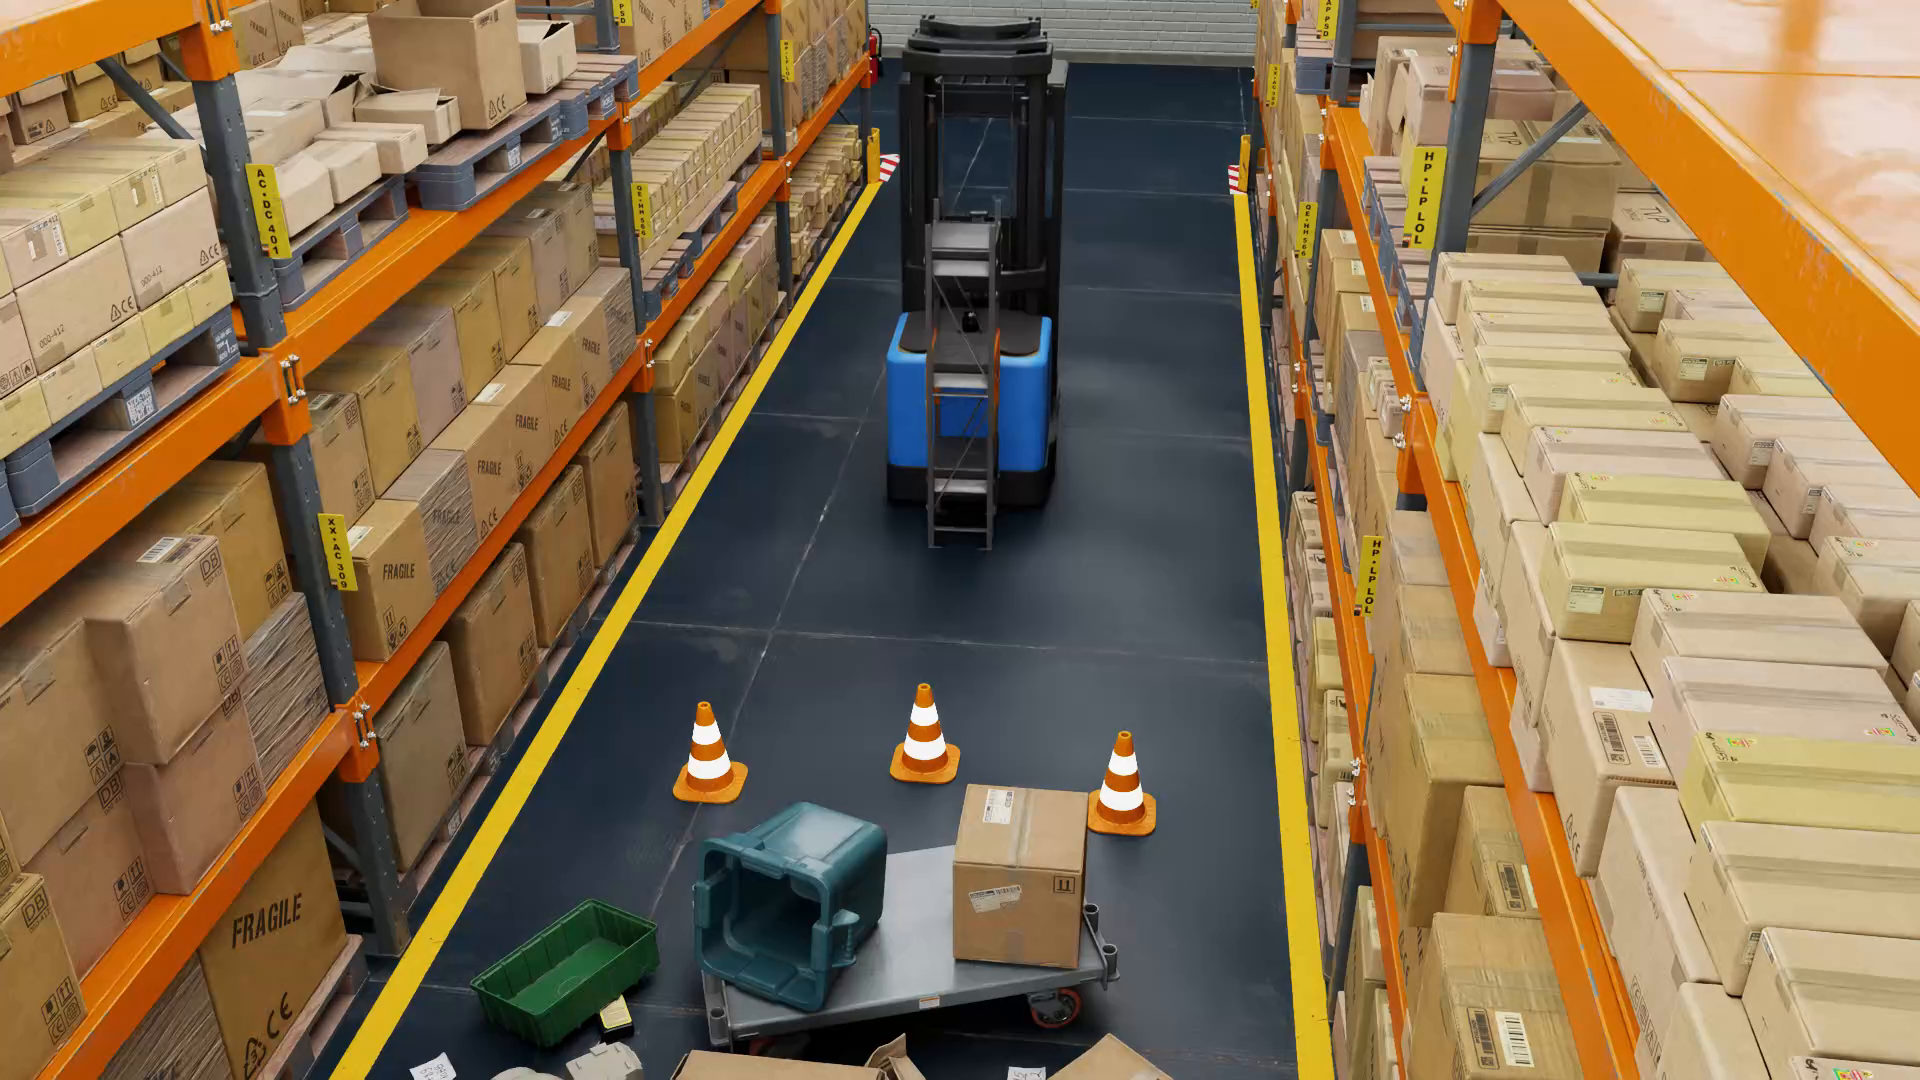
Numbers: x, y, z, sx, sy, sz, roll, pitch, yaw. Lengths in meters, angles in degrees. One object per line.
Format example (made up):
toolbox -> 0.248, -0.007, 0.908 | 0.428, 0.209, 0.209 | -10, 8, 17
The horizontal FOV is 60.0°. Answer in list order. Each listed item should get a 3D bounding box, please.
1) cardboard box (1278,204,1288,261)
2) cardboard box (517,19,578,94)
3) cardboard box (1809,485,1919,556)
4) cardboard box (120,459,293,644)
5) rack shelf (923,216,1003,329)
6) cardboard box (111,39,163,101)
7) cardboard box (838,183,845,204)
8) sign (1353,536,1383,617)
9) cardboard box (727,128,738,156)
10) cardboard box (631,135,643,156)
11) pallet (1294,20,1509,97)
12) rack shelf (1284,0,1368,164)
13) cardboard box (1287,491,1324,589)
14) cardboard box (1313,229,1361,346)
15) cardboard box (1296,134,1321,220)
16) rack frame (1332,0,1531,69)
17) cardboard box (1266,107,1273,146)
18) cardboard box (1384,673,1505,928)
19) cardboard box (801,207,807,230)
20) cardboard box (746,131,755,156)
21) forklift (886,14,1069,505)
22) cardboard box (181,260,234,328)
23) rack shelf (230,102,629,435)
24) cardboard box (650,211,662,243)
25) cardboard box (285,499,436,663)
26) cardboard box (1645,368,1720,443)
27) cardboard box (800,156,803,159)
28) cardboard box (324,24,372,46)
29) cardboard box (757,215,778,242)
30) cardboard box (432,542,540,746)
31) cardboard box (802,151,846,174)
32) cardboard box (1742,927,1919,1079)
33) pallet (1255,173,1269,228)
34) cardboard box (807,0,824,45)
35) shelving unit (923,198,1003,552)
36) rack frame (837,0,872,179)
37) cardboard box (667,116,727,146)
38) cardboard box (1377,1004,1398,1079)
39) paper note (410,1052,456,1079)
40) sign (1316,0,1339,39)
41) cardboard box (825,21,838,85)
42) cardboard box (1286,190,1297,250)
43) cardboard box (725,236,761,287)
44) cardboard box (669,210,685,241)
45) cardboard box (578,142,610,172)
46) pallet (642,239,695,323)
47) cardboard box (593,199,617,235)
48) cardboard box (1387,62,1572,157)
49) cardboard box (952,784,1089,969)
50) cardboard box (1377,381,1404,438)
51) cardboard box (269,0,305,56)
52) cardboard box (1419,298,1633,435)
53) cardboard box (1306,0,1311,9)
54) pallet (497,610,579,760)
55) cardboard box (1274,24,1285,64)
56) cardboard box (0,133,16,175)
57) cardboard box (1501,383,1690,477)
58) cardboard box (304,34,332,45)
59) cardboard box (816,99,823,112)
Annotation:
cardboard box -> 2.473, -2.116, 11.466 | 0.500, 0.250, 0.500 | 3, 28, 5
cardboard box -> -2.246, -2.451, 8.312 | 0.500, 0.311, 0.500 | 3, 28, 6
cardboard box -> 2.102, 0.009, 3.624 | 0.380, 0.149, 0.250 | 4, 29, 7
cardboard box -> -2.985, 0.063, 5.966 | 0.875, 0.550, 0.550 | 3, 28, 6
rack shelf -> 0.022, -1.583, 9.819 | 0.431, 0.518, 0.480 | 2, 28, 4
cardboard box -> -6.906, -3.853, 13.369 | 0.797, 0.503, 0.637 | 3, 28, 5
cardboard box -> -1.328, -3.399, 16.251 | 0.380, 0.149, 0.250 | 2, 28, 4
sign -> 1.468, 0.132, 5.913 | 0.100, 0.325, 0.005 | 3, 28, 6
cardboard box -> -1.872, -2.970, 12.400 | 0.380, 0.149, 0.250 | 2, 28, 5
cardboard box -> -2.554, -2.886, 12.246 | 0.380, 0.149, 0.250 | 4, 29, 8
pallet -> 2.536, -2.754, 9.527 | 1.213, 0.211, 1.003 | 5, 29, 9
rack shelf -> 2.754, -3.155, 10.832 | 1.077, 0.370, 4.000 | 3, 28, 6
cardboard box -> 2.430, 0.027, 9.657 | 0.950, 0.372, 0.625 | 1, 28, 3
cardboard box -> 2.224, -1.372, 9.064 | 0.500, 0.500, 0.500 | 3, 28, 5
cardboard box -> 2.368, -2.195, 10.294 | 0.500, 0.500, 0.500 | 4, 29, 7
rack frame -> 2.509, -3.851, 8.203 | 1.000, 3.000, 0.127 | 3, 28, 6
cardboard box -> 2.860, -3.613, 13.980 | 0.500, 0.500, 0.500 | 3, 28, 5
cardboard box -> 1.577, 0.726, 4.558 | 0.700, 0.500, 0.500 | 3, 28, 5
cardboard box -> -1.592, -2.914, 15.038 | 0.380, 0.149, 0.250 | 2, 28, 4
cardboard box -> -1.809, -3.087, 12.931 | 0.380, 0.149, 0.250 | 4, 29, 6
forklift -> 0.165, -2.187, 11.511 | 1.130, 2.935, 3.031 | 2, 28, 4
cardboard box -> -2.633, -0.816, 5.448 | 0.380, 0.149, 0.250 | 3, 28, 6
rack shelf -> -2.661, -1.513, 7.783 | 1.077, 0.370, 4.000 | 3, 28, 6
cardboard box -> -2.126, -1.999, 10.599 | 0.380, 0.149, 0.250 | 5, 29, 9
cardboard box -> -2.574, 0.157, 6.983 | 0.500, 0.500, 0.500 | 4, 29, 7
cardboard box -> 2.171, -0.251, 4.528 | 0.500, 0.250, 0.500 | 3, 28, 5
cardboard box -> -1.786, -3.799, 16.680 | 0.380, 0.149, 0.250 | 4, 29, 7
cardboard box -> -2.784, -2.370, 8.226 | 0.500, 0.250, 0.500 | 4, 29, 8
cardboard box -> -1.678, -2.675, 14.280 | 0.380, 0.149, 0.250 | 4, 29, 8
cardboard box -> -2.797, 0.487, 8.405 | 1.050, 0.750, 0.750 | 3, 28, 6
cardboard box -> -1.315, -3.652, 16.093 | 0.380, 0.149, 0.250 | 4, 29, 8
cardboard box -> 1.347, 0.699, 2.343 | 0.380, 0.149, 0.250 | 4, 29, 7
pallet -> 3.469, -3.367, 16.570 | 1.003, 0.211, 1.213 | 3, 28, 6
cardboard box -> -1.488, -4.627, 14.494 | 0.500, 0.500, 0.500 | 4, 29, 7
shelving unit -> 0.022, -0.979, 10.145 | 0.431, 2.100, 0.503 | 2, 28, 4
rack frame -> -1.436, -5.216, 17.061 | 1.000, 3.000, 0.127 | 3, 28, 6
cardboard box -> -1.912, -2.982, 12.109 | 0.380, 0.149, 0.250 | 2, 28, 5
cardboard box -> 1.543, 1.642, 5.313 | 0.380, 0.149, 0.250 | 4, 29, 8
paper note -> -2.090, 2.109, 6.595 | 0.147, 0.020, 0.142 | -17, 33, -29
sign -> 1.960, -2.829, 8.840 | 0.100, 0.325, 0.005 | 3, 28, 6
cardboard box -> -1.427, -4.449, 15.218 | 0.500, 0.500, 0.500 | 5, 29, 9
cardboard box -> 2.418, -2.091, 10.891 | 0.500, 0.250, 0.500 | 3, 28, 5
cardboard box -> -1.842, -2.141, 12.756 | 0.500, 0.250, 0.500 | 5, 29, 9
cardboard box -> -2.064, -2.104, 11.107 | 0.380, 0.149, 0.250 | 5, 29, 9
cardboard box -> -2.650, -2.652, 11.497 | 0.380, 0.149, 0.250 | 5, 29, 9
pallet -> -2.434, -1.707, 10.751 | 1.213, 0.211, 1.003 | 3, 28, 6
cardboard box -> -2.166, -1.995, 10.277 | 0.380, 0.149, 0.250 | 3, 28, 6
cardboard box -> 2.351, -1.856, 7.554 | 0.797, 0.503, 0.637 | 3, 28, 6
cardboard box -> 0.249, 1.351, 6.710 | 0.500, 0.500, 0.500 | 3, 28, 6
cardboard box -> 1.923, -0.528, 6.814 | 0.380, 0.149, 0.250 | 3, 28, 5
cardboard box -> -6.396, -4.751, 15.252 | 0.500, 0.500, 0.500 | 2, 28, 5
cardboard box -> 1.694, -0.521, 5.029 | 0.500, 0.250, 0.500 | 3, 28, 5
cardboard box -> 2.437, -3.606, 10.362 | 0.500, 0.500, 0.500 | 4, 29, 7
pallet -> -2.739, 0.717, 8.989 | 1.003, 0.211, 1.213 | 3, 28, 6
cardboard box -> 2.783, -3.815, 13.302 | 0.500, 0.500, 0.500 | 3, 28, 6
cardboard box -> -3.288, -1.206, 5.331 | 0.380, 0.149, 0.250 | 4, 29, 7
cardboard box -> 1.573, -0.269, 4.141 | 0.380, 0.149, 0.250 | 2, 28, 5
cardboard box -> -6.326, -4.649, 15.854 | 0.500, 0.250, 0.500 | 3, 29, 6
cardboard box -> -1.453, -3.959, 14.994 | 0.380, 0.149, 0.250 | 5, 29, 8
